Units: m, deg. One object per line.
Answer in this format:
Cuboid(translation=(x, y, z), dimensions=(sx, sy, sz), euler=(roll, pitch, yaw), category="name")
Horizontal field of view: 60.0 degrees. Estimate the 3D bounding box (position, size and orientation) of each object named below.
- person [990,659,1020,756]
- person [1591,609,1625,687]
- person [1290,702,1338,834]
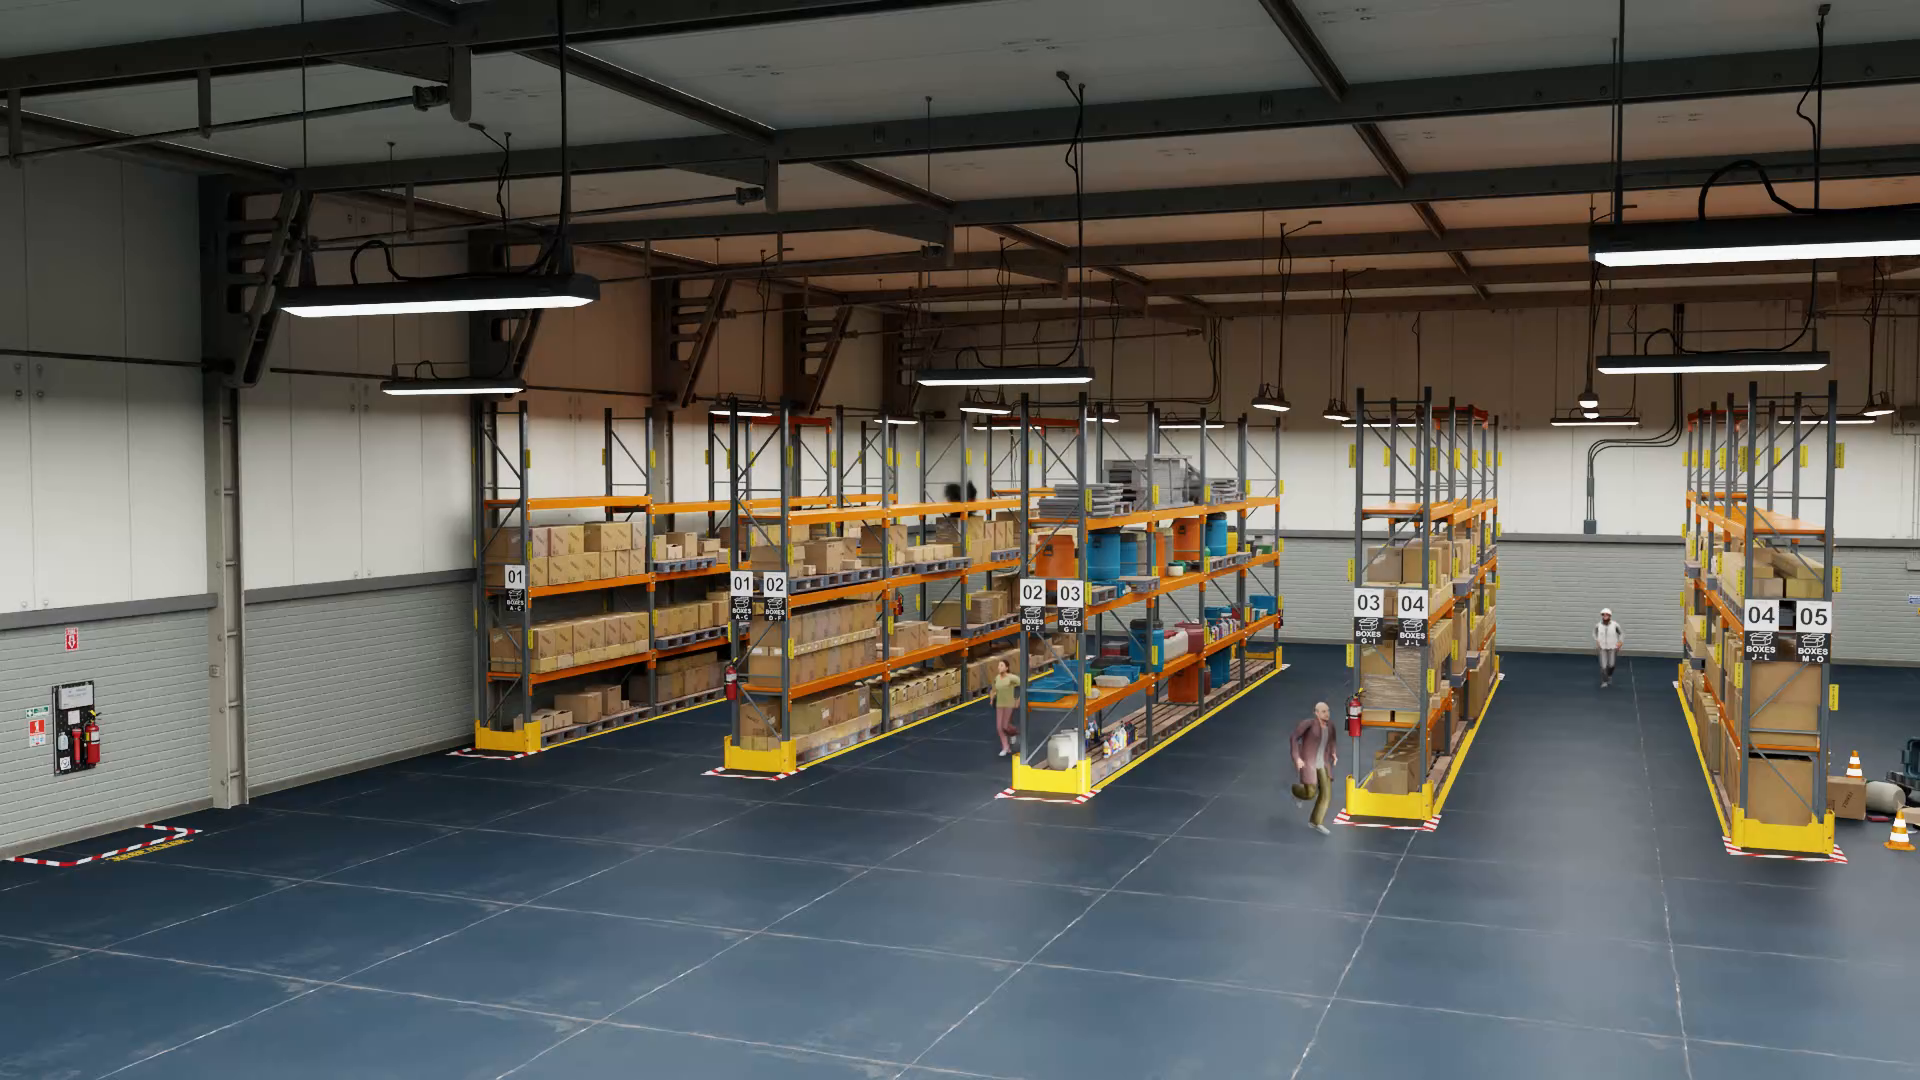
Cuboid(translation=(0.785, 2.830, 28.141), dimensions=(0.600, 1.637, 0.620), euler=(2, 3, 32), category="person")
Cuboid(translation=(14.148, 2.369, 36.350), dimensions=(0.672, 1.732, 0.532), euler=(1, 3, 26), category="person")
Cuboid(translation=(4.787, 3.060, 22.588), dimensions=(0.732, 1.755, 0.840), euler=(-1, 3, -21), category="person")
